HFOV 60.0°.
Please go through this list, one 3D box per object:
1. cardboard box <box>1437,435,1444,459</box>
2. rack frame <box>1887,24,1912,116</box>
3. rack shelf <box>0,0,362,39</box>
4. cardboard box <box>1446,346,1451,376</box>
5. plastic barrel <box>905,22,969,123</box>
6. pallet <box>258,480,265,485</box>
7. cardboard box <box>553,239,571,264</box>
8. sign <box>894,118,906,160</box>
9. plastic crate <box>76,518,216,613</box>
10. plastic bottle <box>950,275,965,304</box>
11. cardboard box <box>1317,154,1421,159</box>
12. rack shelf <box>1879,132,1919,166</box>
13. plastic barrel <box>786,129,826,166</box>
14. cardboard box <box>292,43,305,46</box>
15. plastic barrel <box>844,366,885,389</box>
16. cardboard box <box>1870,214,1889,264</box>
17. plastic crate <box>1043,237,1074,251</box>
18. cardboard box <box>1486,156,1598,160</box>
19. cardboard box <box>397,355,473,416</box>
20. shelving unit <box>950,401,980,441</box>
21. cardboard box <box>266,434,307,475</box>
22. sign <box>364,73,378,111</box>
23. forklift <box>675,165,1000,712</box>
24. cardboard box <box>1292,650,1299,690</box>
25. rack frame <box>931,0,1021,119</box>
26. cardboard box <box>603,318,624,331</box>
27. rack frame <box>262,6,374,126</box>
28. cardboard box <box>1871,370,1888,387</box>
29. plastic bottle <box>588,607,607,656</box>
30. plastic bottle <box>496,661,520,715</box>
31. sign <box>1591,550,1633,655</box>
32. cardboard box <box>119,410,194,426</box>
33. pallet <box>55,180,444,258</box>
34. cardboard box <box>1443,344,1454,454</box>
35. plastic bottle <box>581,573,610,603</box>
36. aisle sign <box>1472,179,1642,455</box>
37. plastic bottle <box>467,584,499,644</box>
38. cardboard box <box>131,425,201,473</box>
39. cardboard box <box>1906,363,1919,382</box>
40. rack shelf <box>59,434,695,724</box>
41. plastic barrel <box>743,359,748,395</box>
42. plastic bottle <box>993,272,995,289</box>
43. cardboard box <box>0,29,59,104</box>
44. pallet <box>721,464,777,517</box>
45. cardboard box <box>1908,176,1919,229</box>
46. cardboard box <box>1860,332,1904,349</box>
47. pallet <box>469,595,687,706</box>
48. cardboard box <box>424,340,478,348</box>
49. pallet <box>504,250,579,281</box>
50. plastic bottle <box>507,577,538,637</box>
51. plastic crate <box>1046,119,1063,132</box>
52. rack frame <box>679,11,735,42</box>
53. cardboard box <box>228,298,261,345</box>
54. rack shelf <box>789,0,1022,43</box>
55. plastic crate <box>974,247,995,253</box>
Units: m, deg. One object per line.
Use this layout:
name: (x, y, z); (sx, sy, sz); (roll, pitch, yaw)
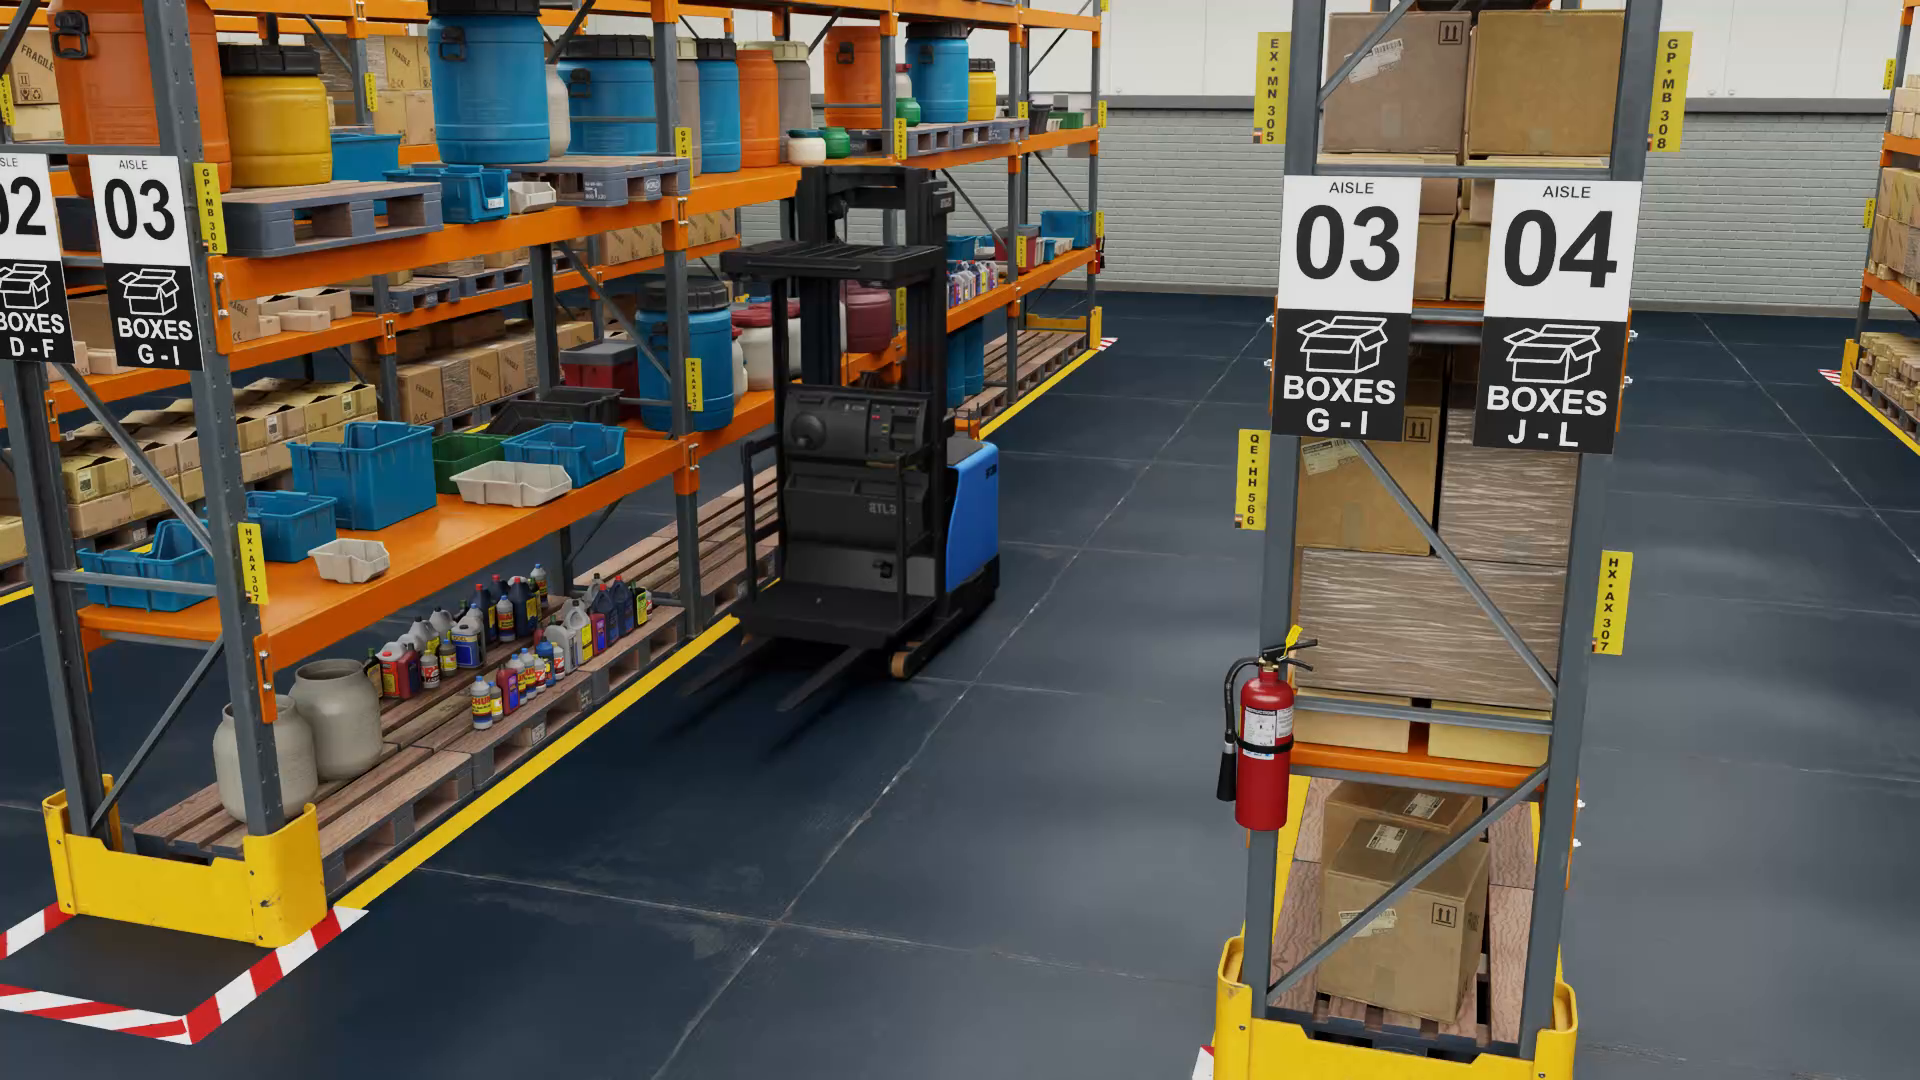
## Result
cardboard box: (2.007, -0.164, 7.183); (0.875, 0.500, 0.500); (5, 16, 16)
rack frame: (10.734, -6.095, 17.826); (1.000, 3.000, 0.127); (5, 16, 16)
rack shelf: (-6.331, -4.120, 12.916); (1.077, 0.370, 4.000); (5, 16, 16)
cardboard box: (2.958, -1.168, 9.581); (1.000, 1.000, 1.000); (5, 17, 16)
plastic barrel: (-0.216, -4.385, 15.608); (0.600, 0.901, 0.708); (5, 16, 16)
pallet: (-6.034, -0.742, 15.059); (1.003, 0.211, 1.213); (5, 16, 16)
cardboard box: (-4.730, -3.541, 19.634); (0.500, 0.500, 0.500); (5, 17, 17)
sign: (-0.485, -3.263, 13.530); (0.100, 0.325, 0.005); (5, 16, 16)
plastic crate: (-3.433, 0.100, 7.254); (0.499, 0.251, 0.616); (5, 16, 16)
plastic bottle: (-0.031, -2.446, 16.184); (0.152, 0.276, 0.135); (5, 16, 16)
cardboard box: (1.448, -1.300, 5.963); (0.380, 0.149, 0.250); (5, 17, 16)
rack shelf: (10.166, -3.782, 16.489); (1.077, 0.370, 4.000); (5, 16, 16)
plastic barrel: (-1.152, -2.937, 12.442); (0.301, 0.262, 0.301); (0, 16, 0)
cardboard box: (-8.629, -6.137, 21.419); (0.500, 0.500, 0.500); (5, 17, 16)
plastic barrel: (-0.892, -1.198, 14.764); (0.600, 0.830, 0.708); (5, 16, 16)
cardboard box: (10.342, -3.304, 18.252); (0.500, 0.500, 0.500); (5, 17, 19)
plastic crate: (1.201, -3.678, 20.674); (0.396, 0.136, 0.243); (5, 16, 16)
cardboard box: (2.100, -1.316, 6.018); (0.380, 0.149, 0.250); (5, 16, 16)
cardboard box: (-5.216, -1.539, 16.534); (0.500, 0.500, 0.500); (4, 16, 14)
shelving unit: (0.015, -0.519, 12.735); (0.215, 1.050, 0.252); (5, 16, 16)
cardboard box: (-5.967, -0.752, 14.253); (0.500, 0.250, 0.500); (5, 17, 17)
sign: (-5.233, -3.981, 14.777); (0.100, 0.325, 0.005); (5, 16, 16)
forklift: (-0.714, -0.708, 9.955); (1.130, 2.935, 3.031); (6, 17, 19)
cardboard box: (1.437, 0.462, 6.165); (0.380, 0.149, 0.250); (5, 16, 16)
rack frame: (0.122, -5.843, 16.940); (1.000, 3.000, 0.127); (5, 16, 16)
cardboard box: (-4.523, -2.628, 20.718); (0.500, 0.311, 0.500); (5, 16, 16)
rack frame: (-5.763, -5.182, 14.608); (1.000, 3.000, 0.127); (5, 16, 16)
cardboard box: (10.041, -1.728, 17.880); (0.380, 0.149, 0.250); (5, 17, 17)
plastic bottle: (-2.119, 0.518, 9.679); (0.061, 0.283, 0.133); (6, 17, 20)
plastic bottle: (-2.392, 0.769, 8.792); (0.061, 0.283, 0.133); (5, 17, 17)
sign: (1.981, 0.192, 5.070); (0.100, 0.325, 0.005); (5, 16, 16)
cardboard box: (-6.627, -0.925, 13.834); (0.500, 0.311, 0.500); (4, 16, 15)
pallet: (-2.959, -1.379, 7.043); (1.003, 0.211, 1.213); (5, 16, 16)
cardboard box: (2.304, -0.621, 6.962); (0.500, 0.500, 0.500); (5, 16, 16)
plastic bottle: (-2.196, 0.378, 10.048); (0.144, 0.351, 0.185); (5, 16, 16)
aisle sign: (1.731, -0.645, 4.842); (0.394, 0.787, 0.004); (5, 16, 16)
plastic bottle: (-2.832, 0.427, 9.876); (0.144, 0.351, 0.185); (4, 16, 14)
cardboard box: (-6.250, -0.753, 13.230); (0.500, 0.311, 0.500); (4, 16, 14)
cardboard box: (9.685, -1.668, 16.576); (0.380, 0.149, 0.250); (4, 16, 13)
rack shelf: (-2.720, 0.005, 8.633); (1.077, 0.370, 4.000); (5, 16, 16)
plastic barrel: (-1.628, -1.132, 11.577); (0.301, 0.262, 0.301); (0, 16, 0)
plastic bottle: (0.314, -2.701, 17.219); (0.097, 0.201, 0.097); (0, 16, 0)
cardboard box: (-6.686, -3.341, 11.747); (0.500, 0.500, 0.500); (5, 17, 17)
pallet: (-1.272, -0.370, 13.746); (1.003, 0.211, 1.213); (5, 16, 16)
cardboard box: (9.905, -3.384, 16.701); (0.500, 0.500, 0.500); (4, 16, 14)
cardboard box: (10.260, -2.215, 18.505); (0.380, 0.149, 0.250); (4, 16, 13)
pallet: (-2.382, 0.650, 10.152); (1.003, 0.211, 1.213); (5, 16, 16)
cardboard box: (-5.431, -1.841, 17.598); (0.500, 0.500, 0.500); (4, 16, 14)
pallet: (-4.958, -3.049, 18.435); (1.003, 0.211, 1.213); (5, 16, 16)
plastic bottle: (-2.640, 0.389, 10.011); (0.144, 0.351, 0.185); (5, 16, 16)
plastic crate: (0.910, -4.760, 19.101); (0.437, 0.136, 0.530); (5, 16, 16)
rack frame: (-3.489, -7.275, 21.987); (1.000, 3.000, 0.127); (5, 16, 16)
cardboard box: (-6.224, -1.904, 13.861); (0.500, 0.500, 0.500); (4, 16, 13)
rack shelf: (-0.446, -4.782, 15.248); (1.077, 0.370, 4.000); (5, 16, 16)
plastic crate: (0.329, -3.338, 19.475); (0.293, 0.136, 0.466); (5, 16, 16)
